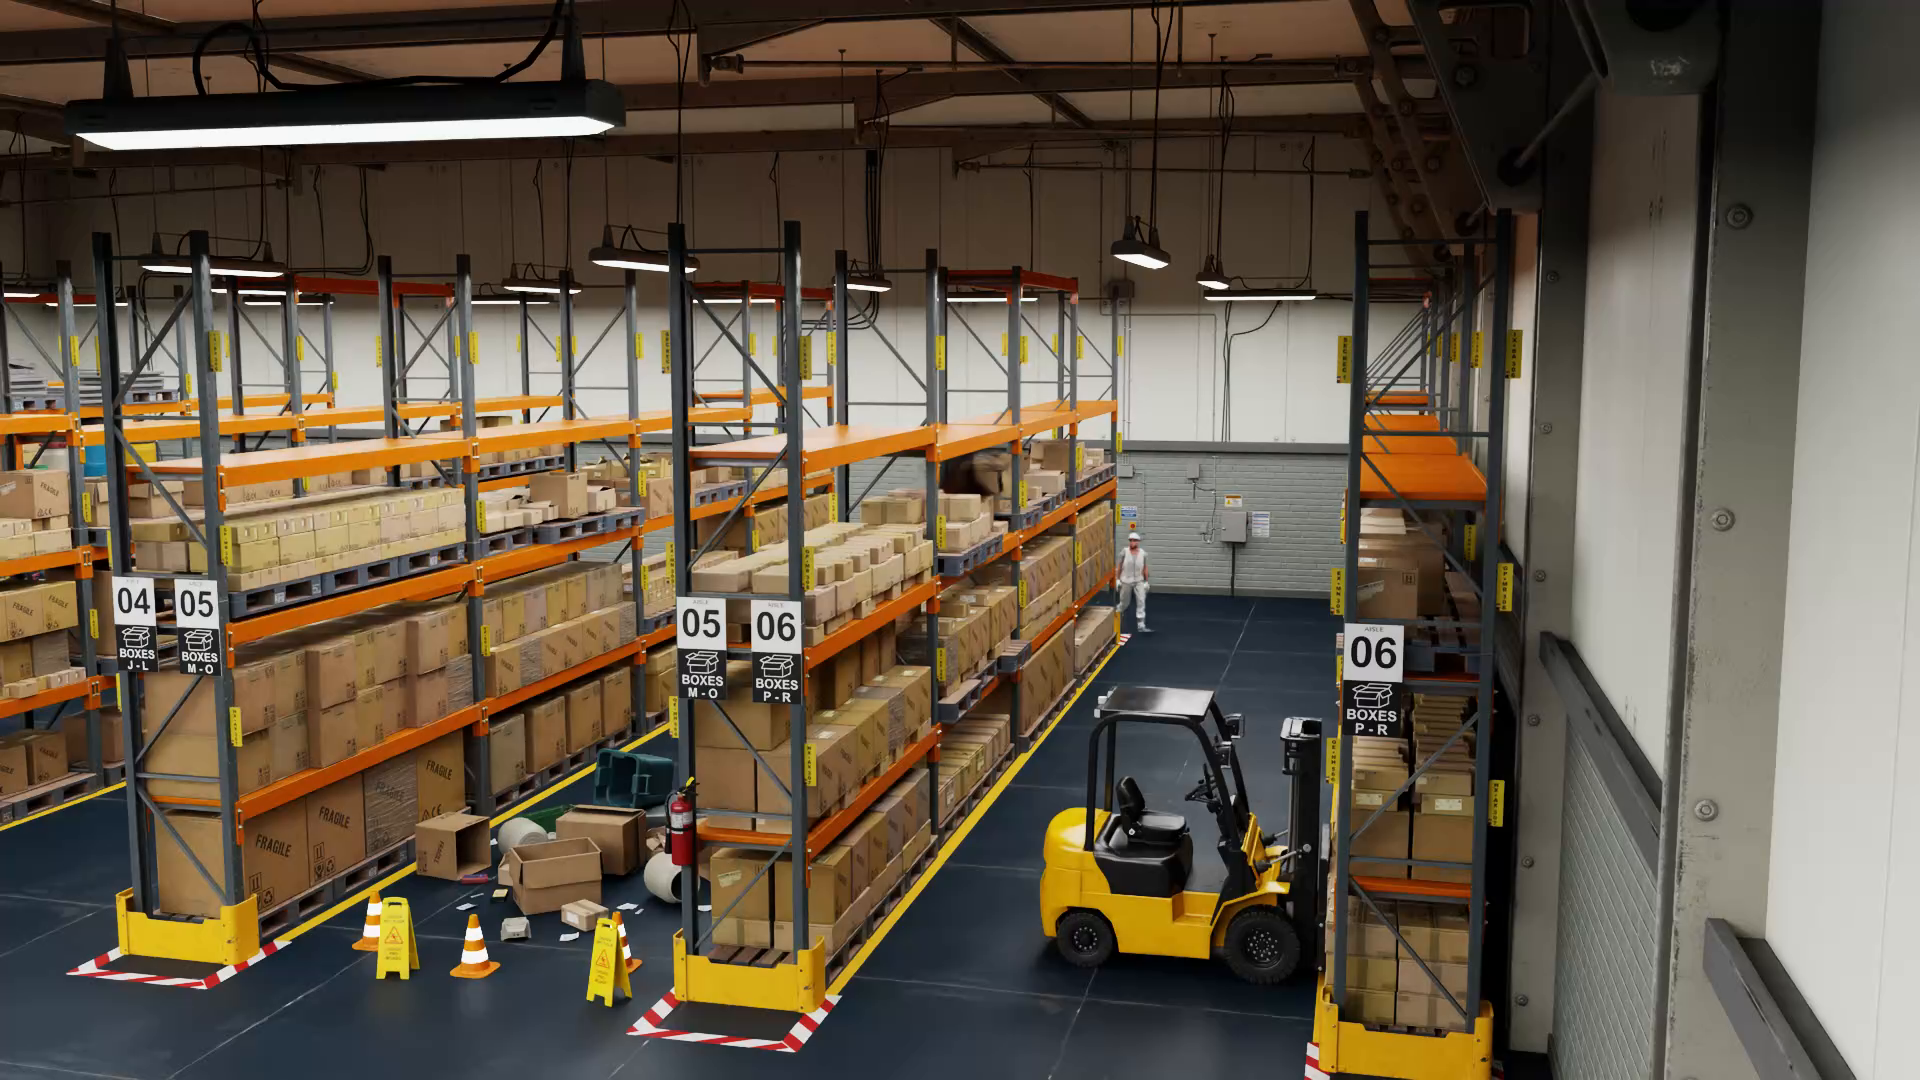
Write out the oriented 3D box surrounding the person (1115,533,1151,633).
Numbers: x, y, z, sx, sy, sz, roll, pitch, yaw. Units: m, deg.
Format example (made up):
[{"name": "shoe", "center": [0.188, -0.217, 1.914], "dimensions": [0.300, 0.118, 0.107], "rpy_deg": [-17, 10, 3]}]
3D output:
[{"name": "person", "center": [3.021, 0.731, 29.306], "dimensions": [0.611, 1.751, 0.999], "rpy_deg": [-2, 7, -19]}]
